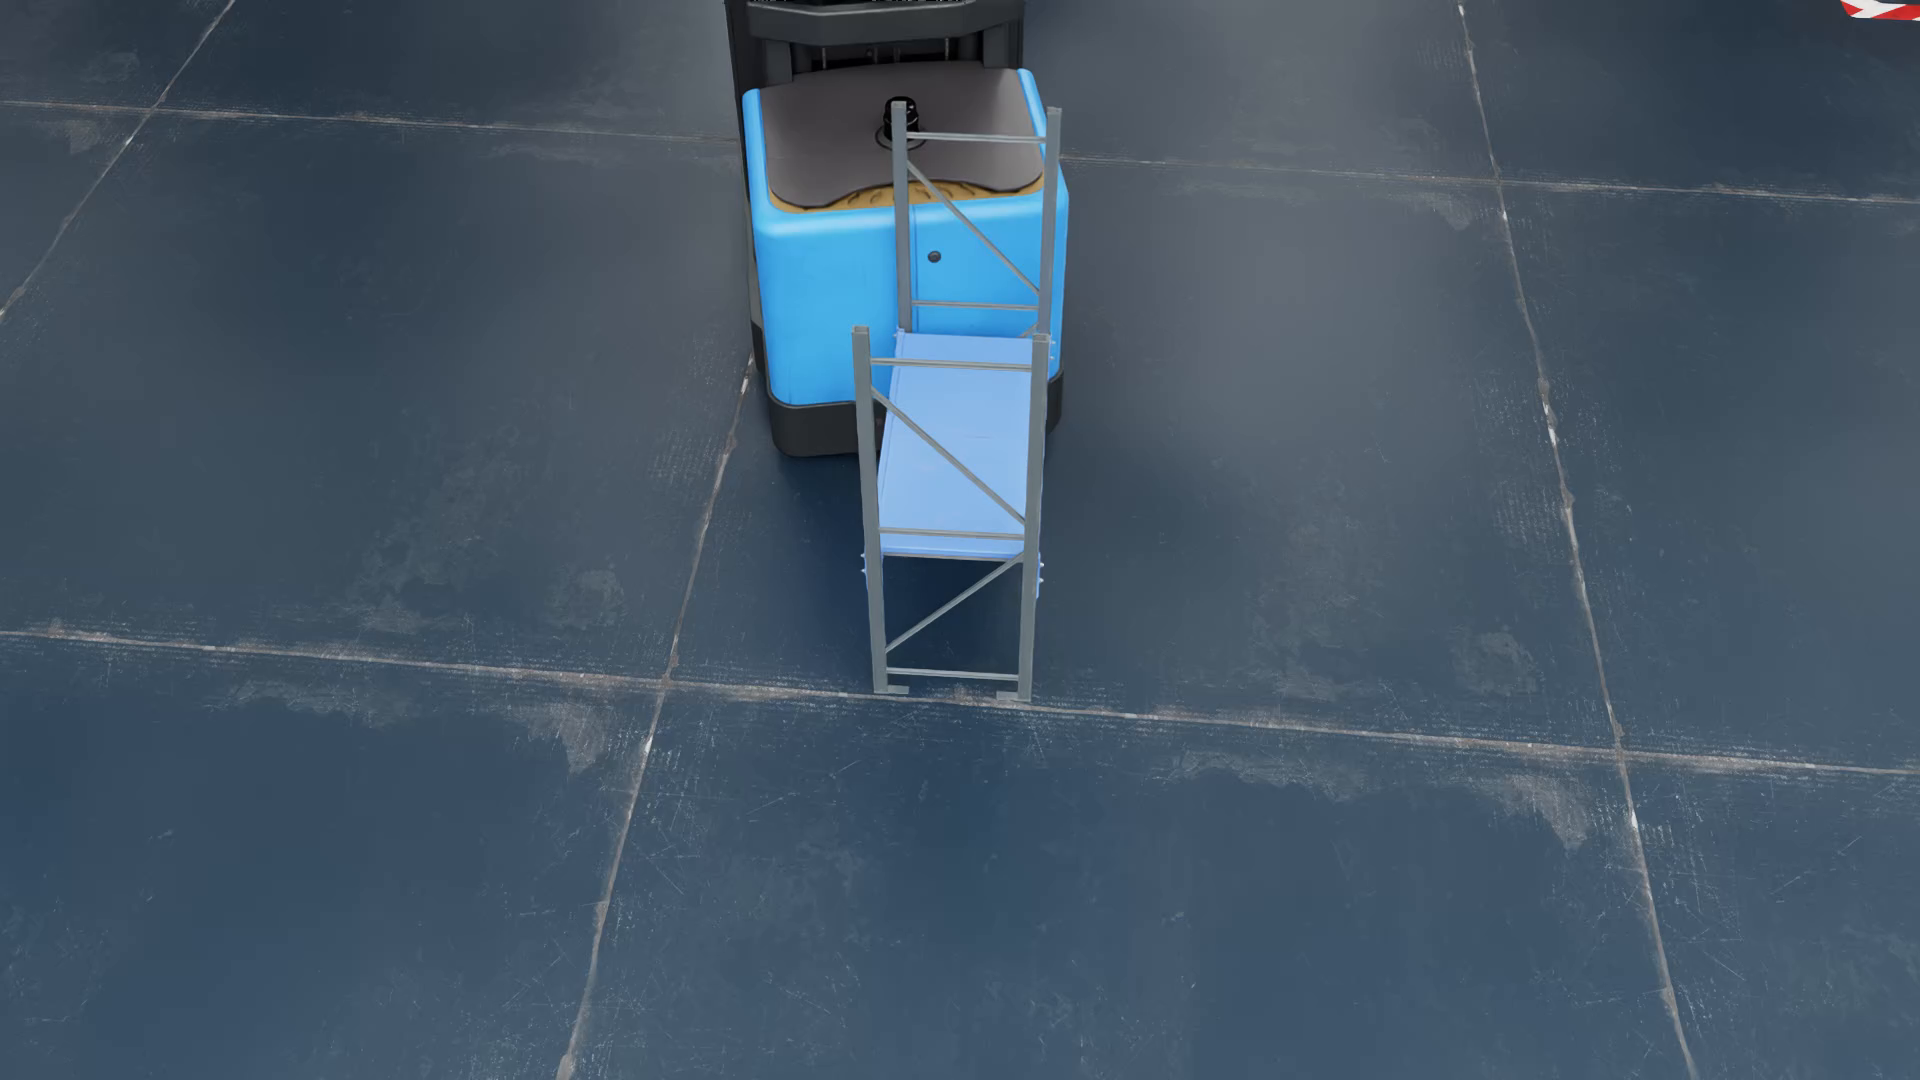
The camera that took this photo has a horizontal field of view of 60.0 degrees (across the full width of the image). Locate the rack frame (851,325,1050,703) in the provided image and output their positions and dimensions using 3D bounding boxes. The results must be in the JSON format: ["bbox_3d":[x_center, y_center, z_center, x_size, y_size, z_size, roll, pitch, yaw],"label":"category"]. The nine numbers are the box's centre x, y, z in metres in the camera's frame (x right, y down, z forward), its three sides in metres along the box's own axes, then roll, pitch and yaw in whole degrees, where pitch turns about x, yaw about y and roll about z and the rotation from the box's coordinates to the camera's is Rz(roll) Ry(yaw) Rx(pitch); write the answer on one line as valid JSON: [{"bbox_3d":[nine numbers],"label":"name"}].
[{"bbox_3d":[-0.024,-0.015,4.747,0.500,1.500,0.032,3,48,3],"label":"rack frame"}]

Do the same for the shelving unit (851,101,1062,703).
[{"bbox_3d":[0.012,-0.389,5.089,0.538,1.500,1.048,3,48,3],"label":"shelving unit"}]

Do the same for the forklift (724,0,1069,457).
[{"bbox_3d":[-0.342,-2.385,5.945,1.130,2.935,3.031,-6,48,-5],"label":"forklift"}]

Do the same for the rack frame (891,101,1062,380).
[{"bbox_3d":[0.048,-0.763,5.432,0.500,1.500,0.032,3,48,3],"label":"rack frame"}]

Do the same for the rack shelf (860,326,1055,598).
[{"bbox_3d":[0.012,-0.268,5.222,0.538,0.185,1.000,3,48,3],"label":"rack shelf"}]
